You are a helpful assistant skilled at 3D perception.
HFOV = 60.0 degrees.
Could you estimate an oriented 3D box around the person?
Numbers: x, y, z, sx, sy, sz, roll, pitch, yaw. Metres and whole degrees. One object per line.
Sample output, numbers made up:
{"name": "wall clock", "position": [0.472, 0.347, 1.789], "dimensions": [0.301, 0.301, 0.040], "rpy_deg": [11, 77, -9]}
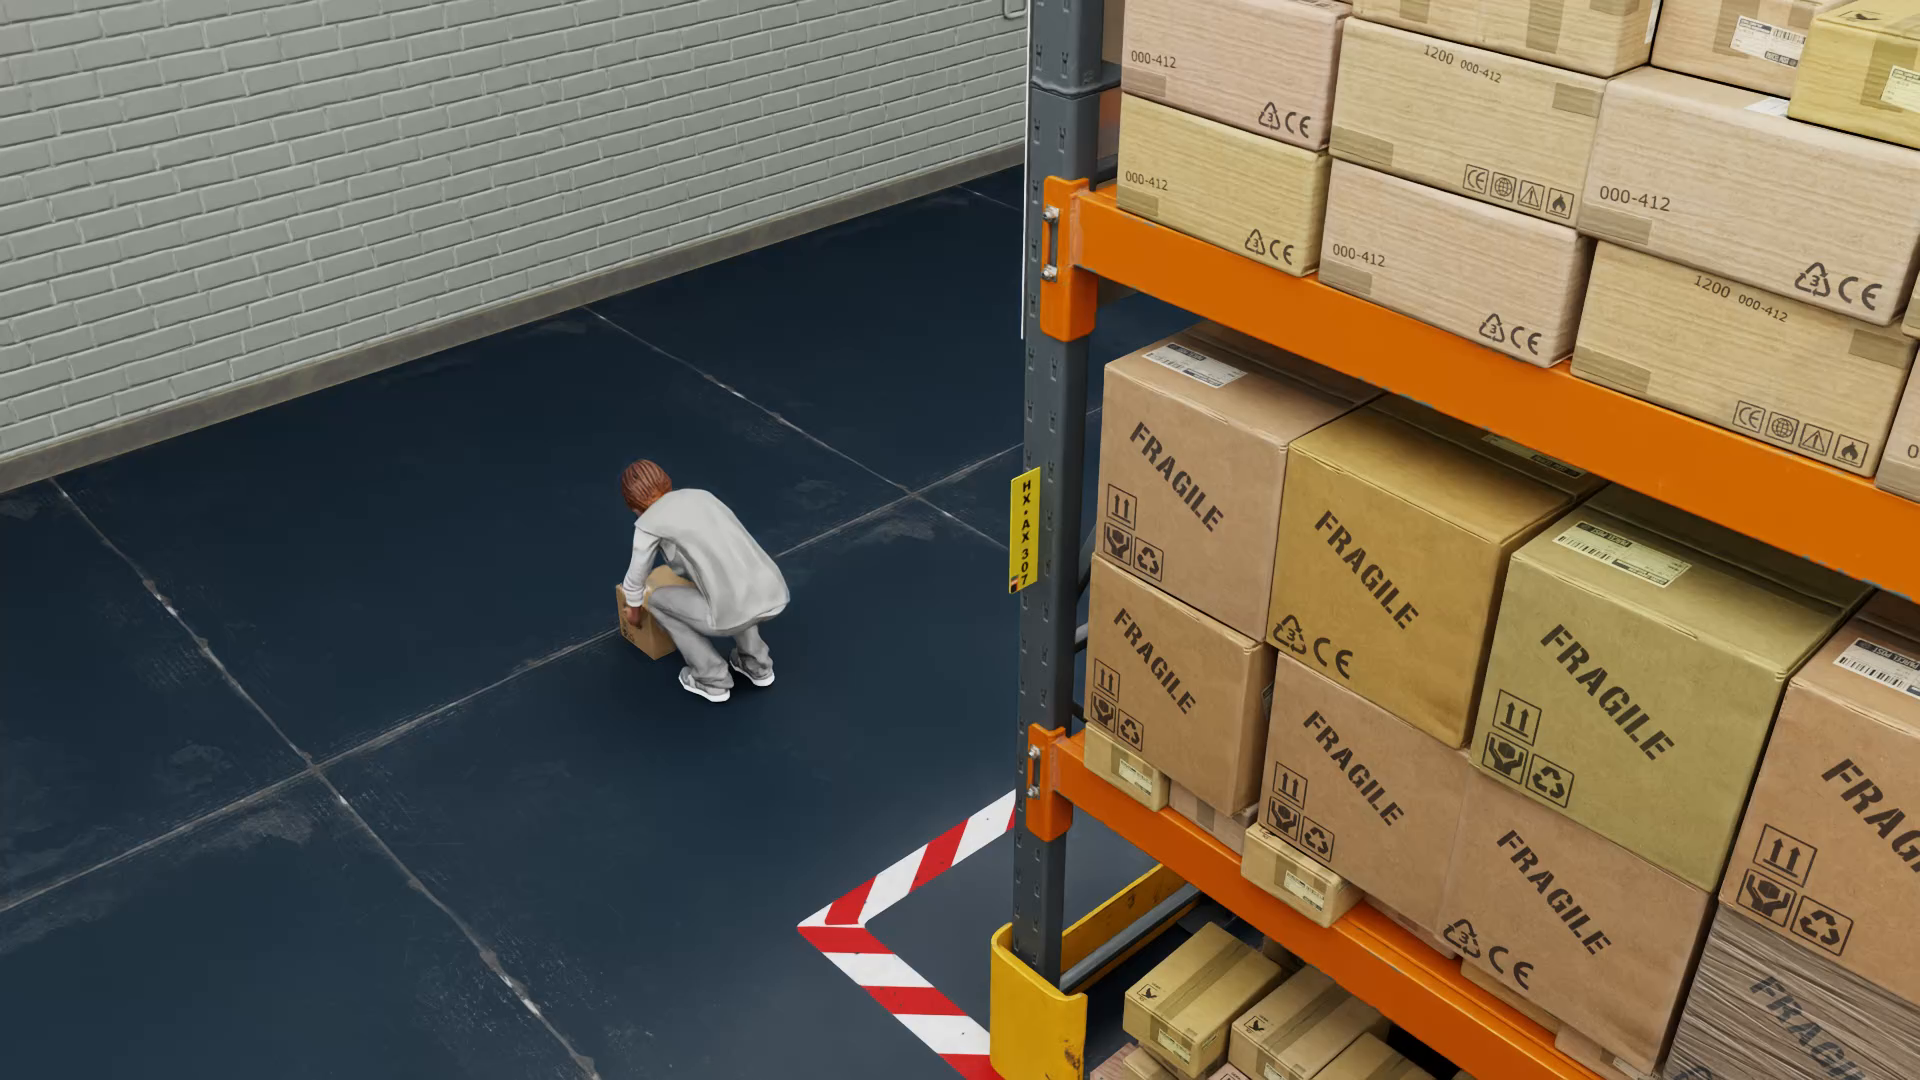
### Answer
{"name": "person", "position": [-1.012, 0.183, 6.532], "dimensions": [0.447, 0.879, 0.795], "rpy_deg": [-26, 41, -35]}
